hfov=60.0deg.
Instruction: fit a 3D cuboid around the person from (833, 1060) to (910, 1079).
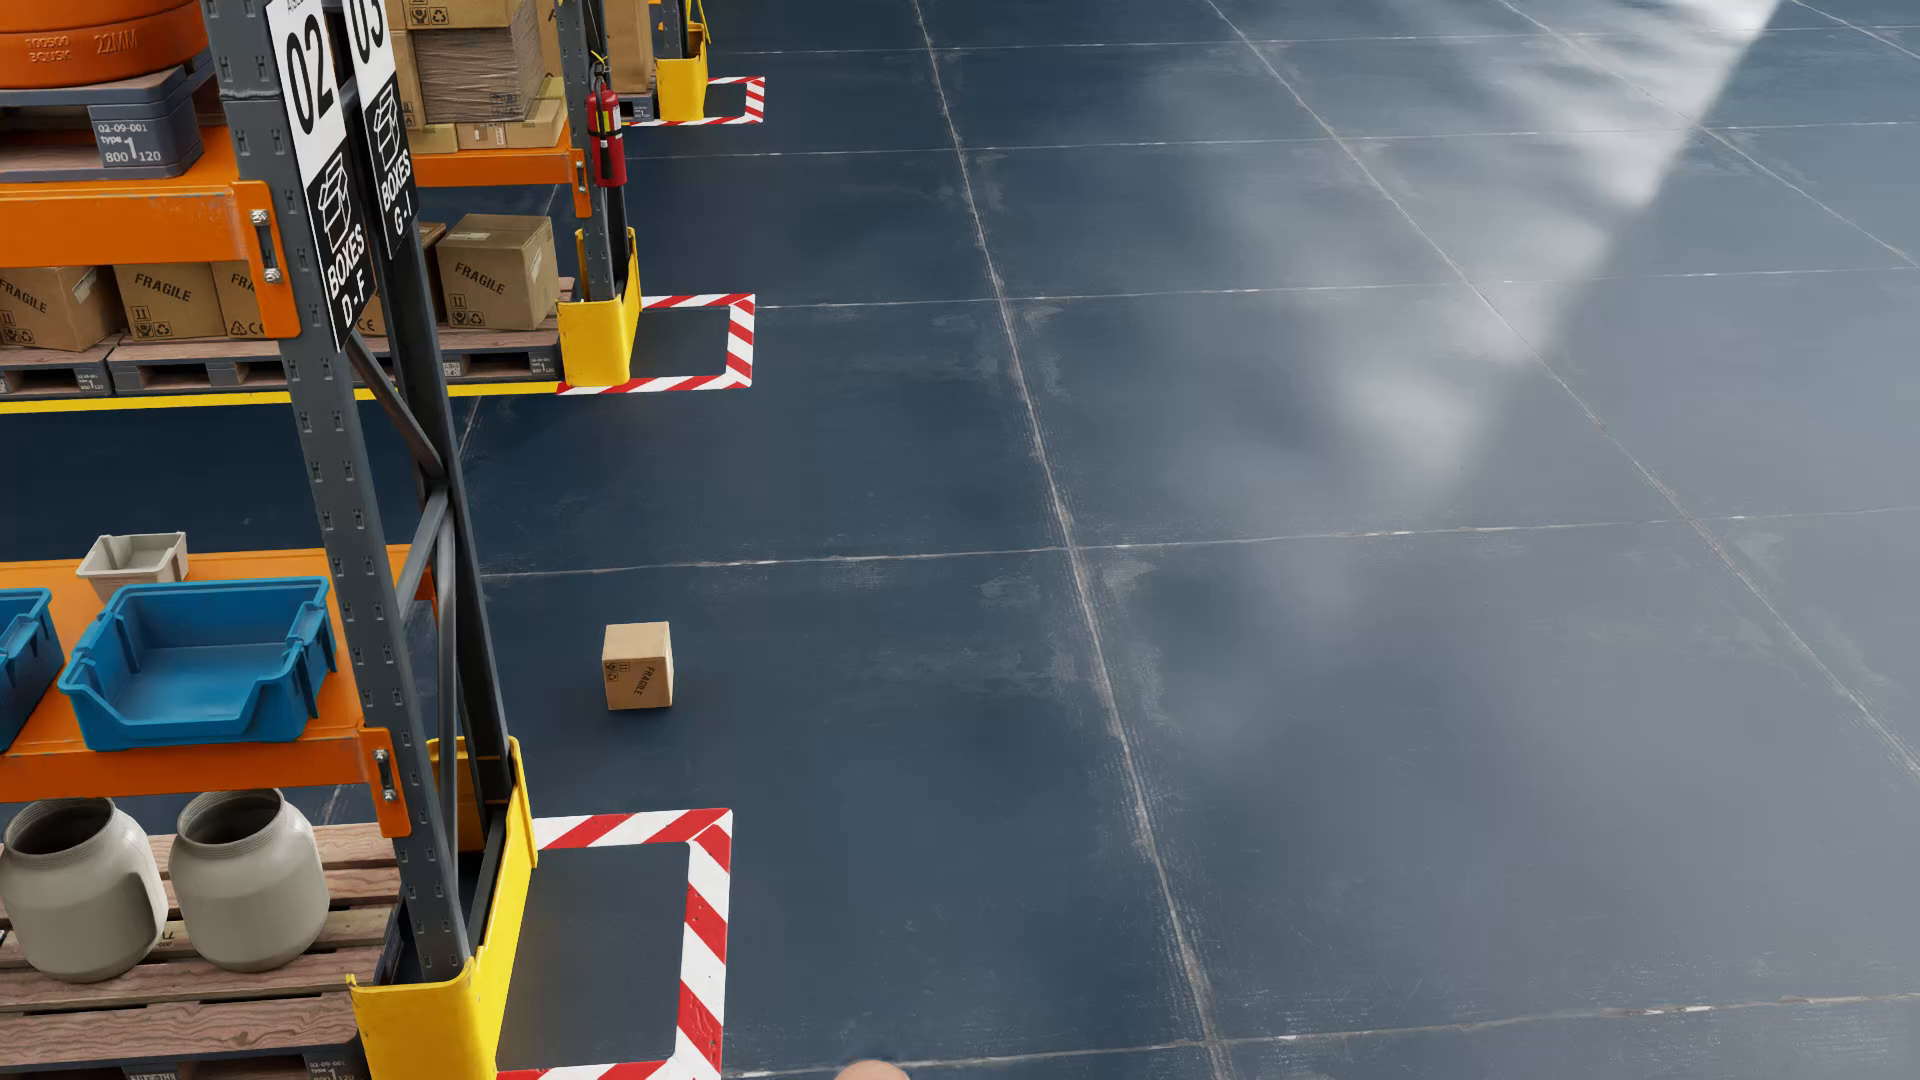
[{"bbox_3d":[-0.138,1.753,3.235,0.541,1.737,0.801,-4,31,-7],"label":"person"}]
